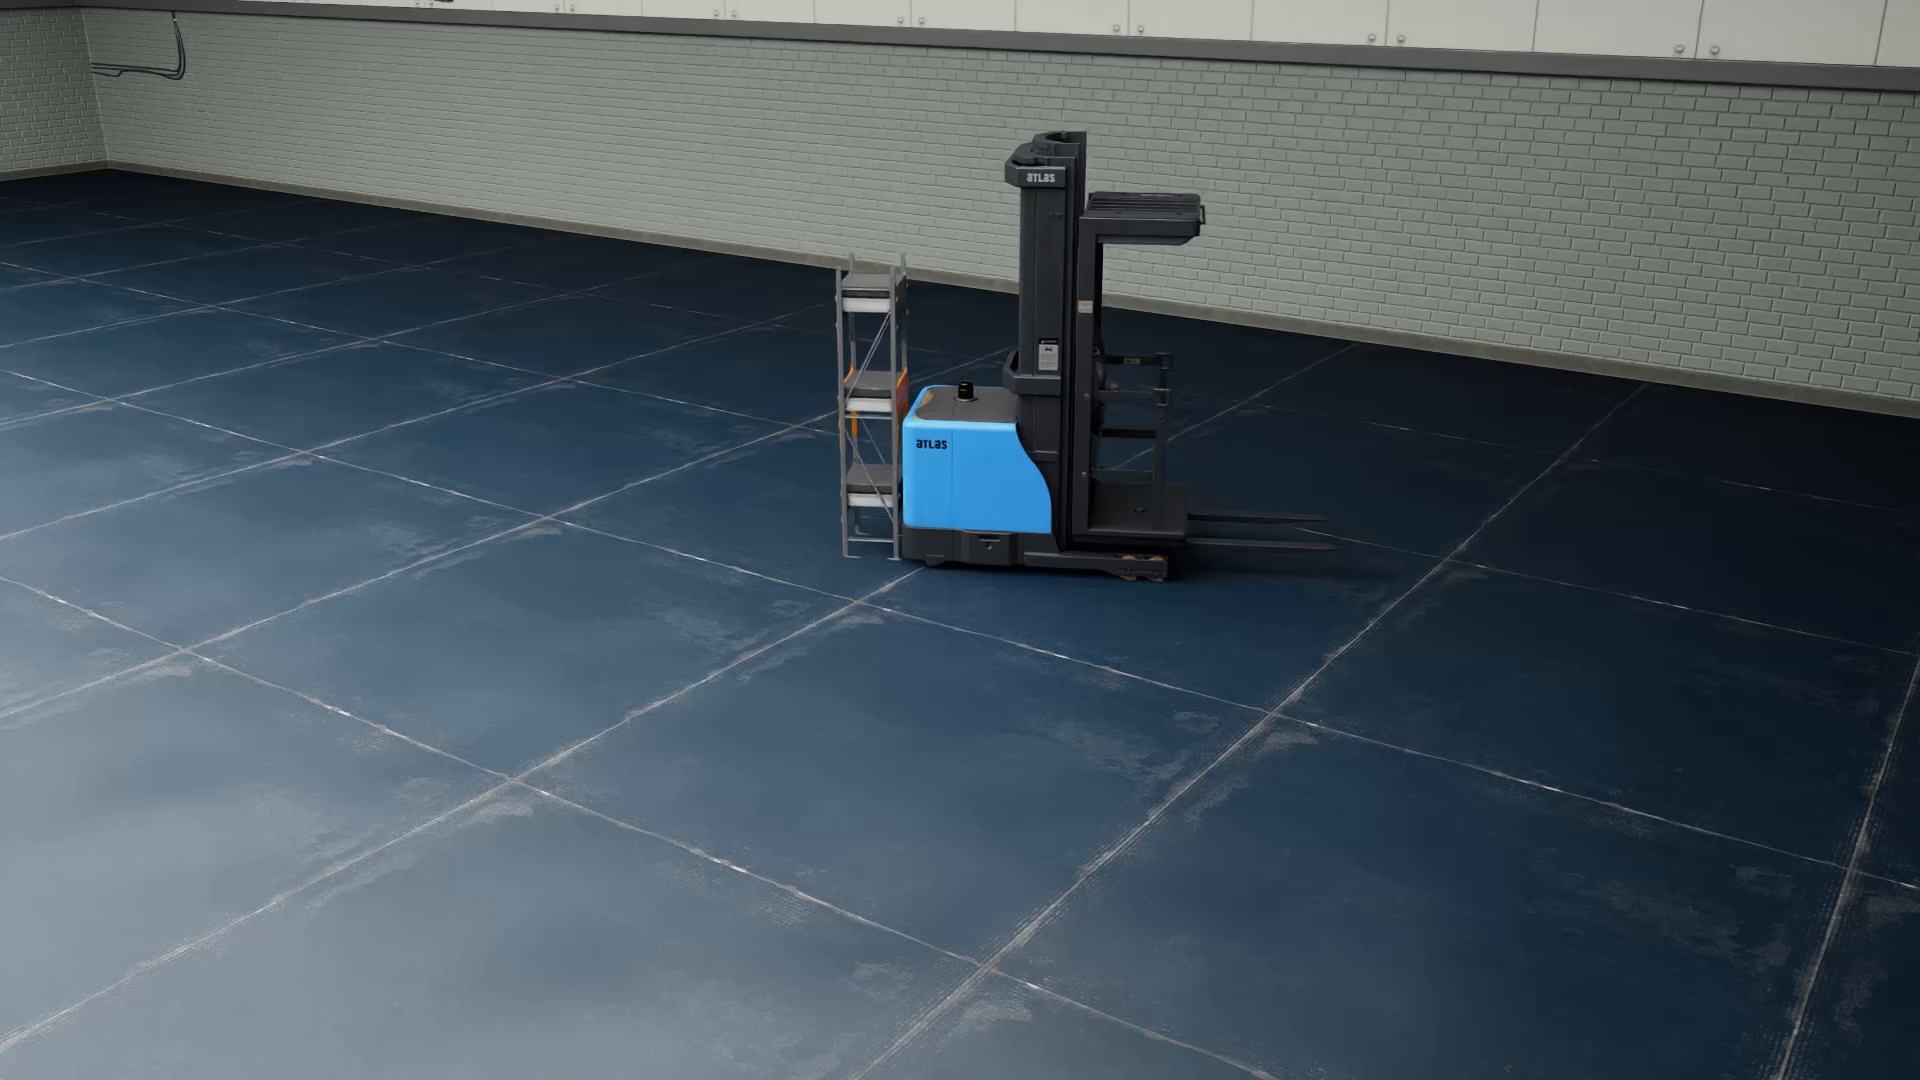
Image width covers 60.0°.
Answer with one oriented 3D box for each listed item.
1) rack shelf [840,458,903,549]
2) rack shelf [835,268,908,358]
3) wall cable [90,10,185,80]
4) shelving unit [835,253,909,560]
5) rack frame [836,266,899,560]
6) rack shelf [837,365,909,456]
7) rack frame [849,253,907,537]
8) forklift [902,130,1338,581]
[{"bbox_3d":[-0.608,-0.265,12.012,0.431,0.518,0.480,2,20,6],"label":"rack shelf"},{"bbox_3d":[-0.608,-1.578,11.527,0.431,0.518,0.480,2,20,6],"label":"rack shelf"},{"bbox_3d":[-14.678,-9.403,29.190,3.097,2.526,0.112,13,24,32],"label":"wall cable"},{"bbox_3d":[-0.608,-0.934,11.765,0.431,2.100,0.503,2,20,6],"label":"shelving unit"},{"bbox_3d":[-0.637,-0.850,11.537,0.400,2.100,0.015,2,20,6],"label":"rack frame"},{"bbox_3d":[-0.608,-0.922,11.769,0.431,0.518,0.480,2,20,6],"label":"rack shelf"},{"bbox_3d":[-0.580,-1.019,11.992,0.400,2.100,0.015,2,20,6],"label":"rack frame"},{"bbox_3d":[1.147,-1.286,11.516,3.031,2.935,1.130,3,20,7],"label":"forklift"}]
